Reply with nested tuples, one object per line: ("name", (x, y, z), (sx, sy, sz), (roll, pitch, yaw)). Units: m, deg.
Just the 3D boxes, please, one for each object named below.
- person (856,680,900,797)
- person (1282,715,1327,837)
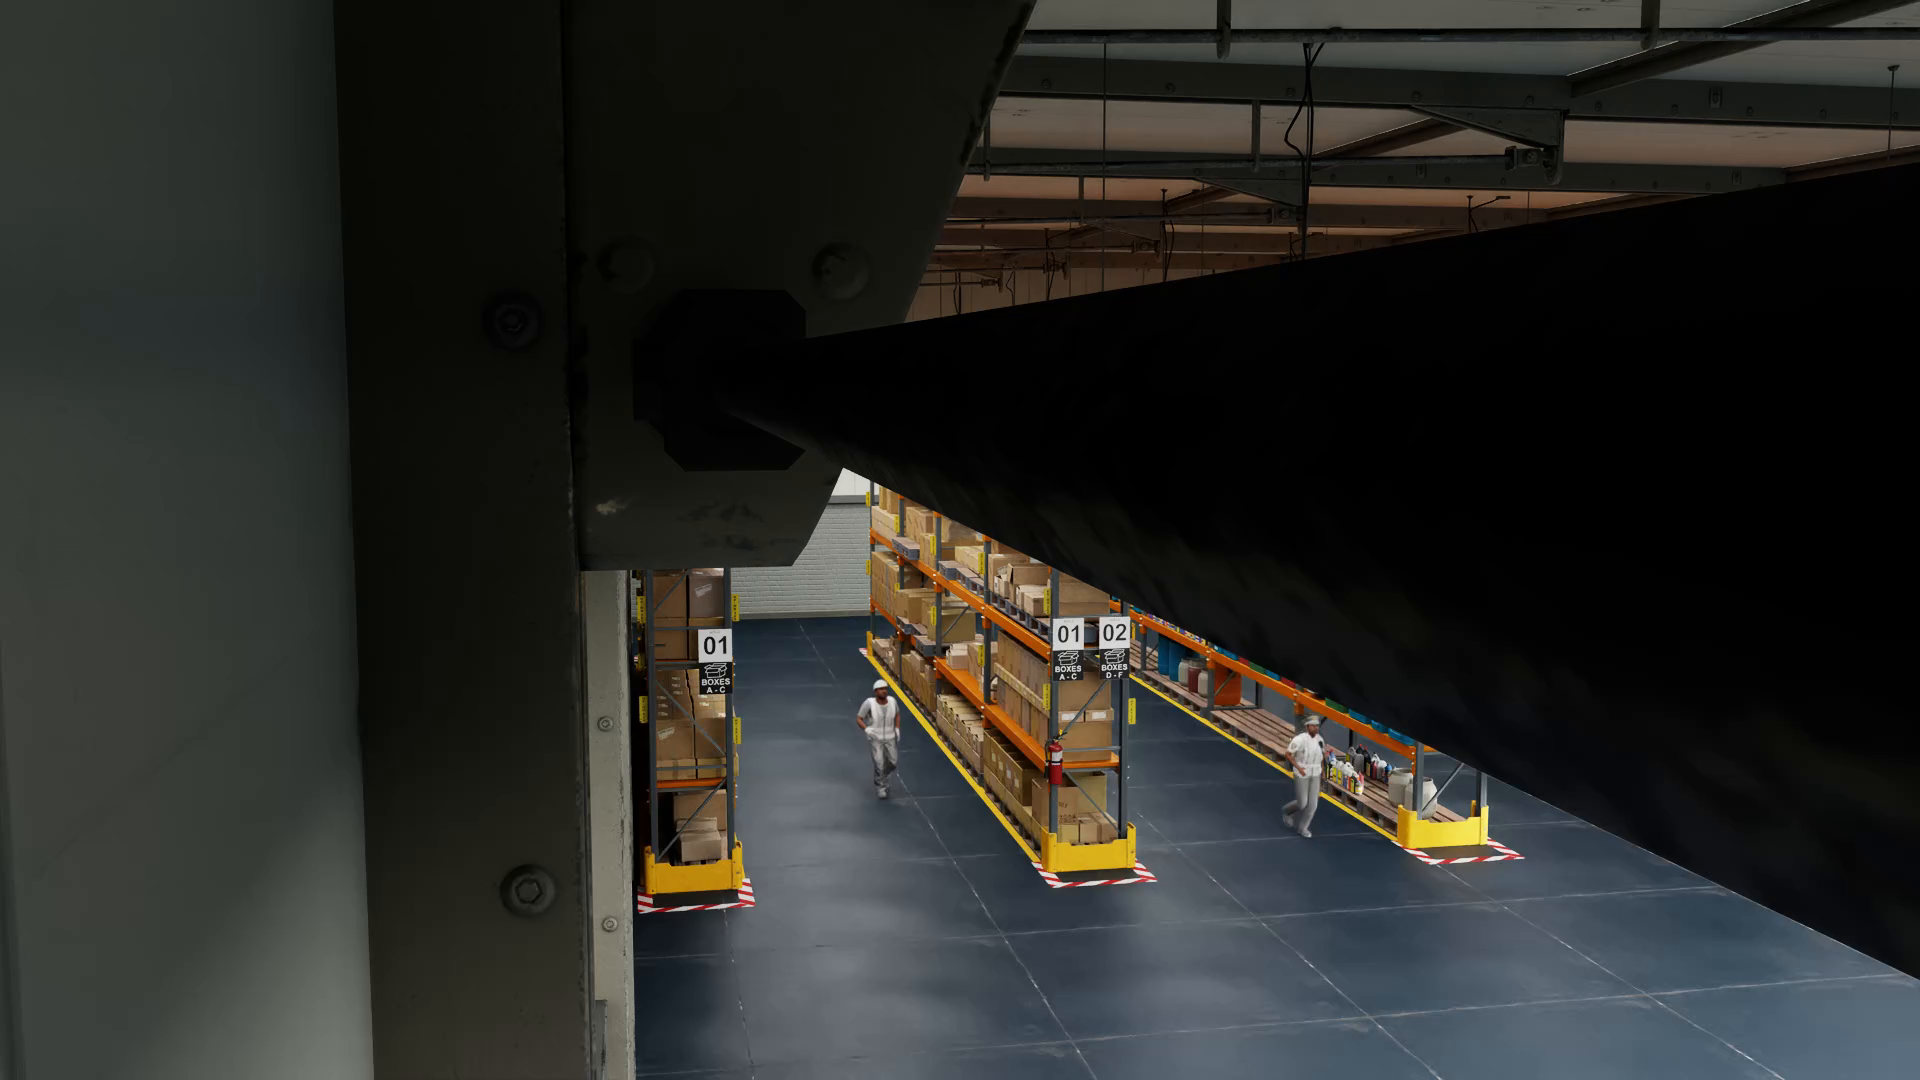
("person", (-1.171, 2.914, 24.454), (0.700, 1.739, 0.574), (-2, 6, -21))
("person", (4.695, 3.165, 22.536), (0.601, 1.645, 0.558), (-2, 6, -19))
